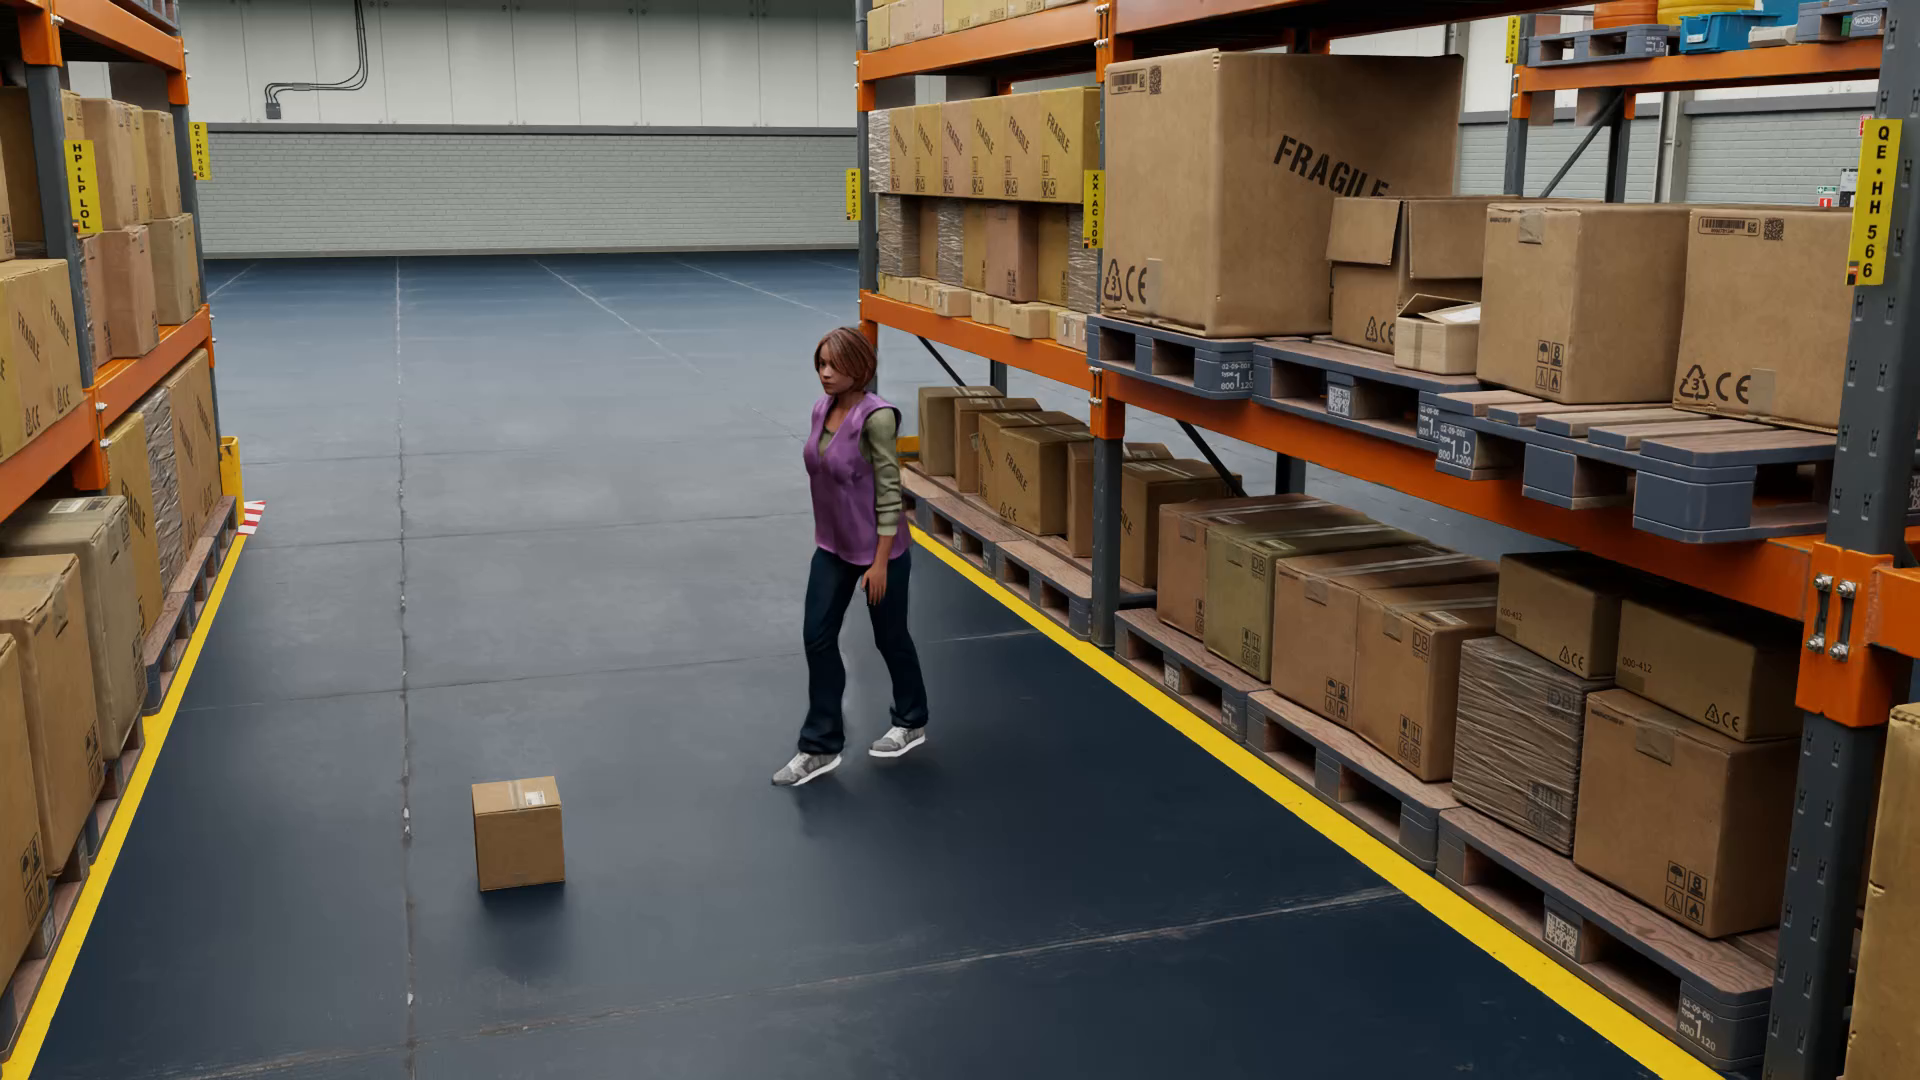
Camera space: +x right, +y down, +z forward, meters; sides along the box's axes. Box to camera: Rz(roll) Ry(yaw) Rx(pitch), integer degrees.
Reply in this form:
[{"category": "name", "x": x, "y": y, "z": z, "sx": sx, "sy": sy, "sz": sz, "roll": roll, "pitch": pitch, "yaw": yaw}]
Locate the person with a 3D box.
[{"category": "person", "x": -0.328, "y": 0.067, "z": 5.773, "sx": 0.443, "sy": 1.599, "sz": 0.630, "roll": 11, "pitch": 17, "yaw": 40}]
